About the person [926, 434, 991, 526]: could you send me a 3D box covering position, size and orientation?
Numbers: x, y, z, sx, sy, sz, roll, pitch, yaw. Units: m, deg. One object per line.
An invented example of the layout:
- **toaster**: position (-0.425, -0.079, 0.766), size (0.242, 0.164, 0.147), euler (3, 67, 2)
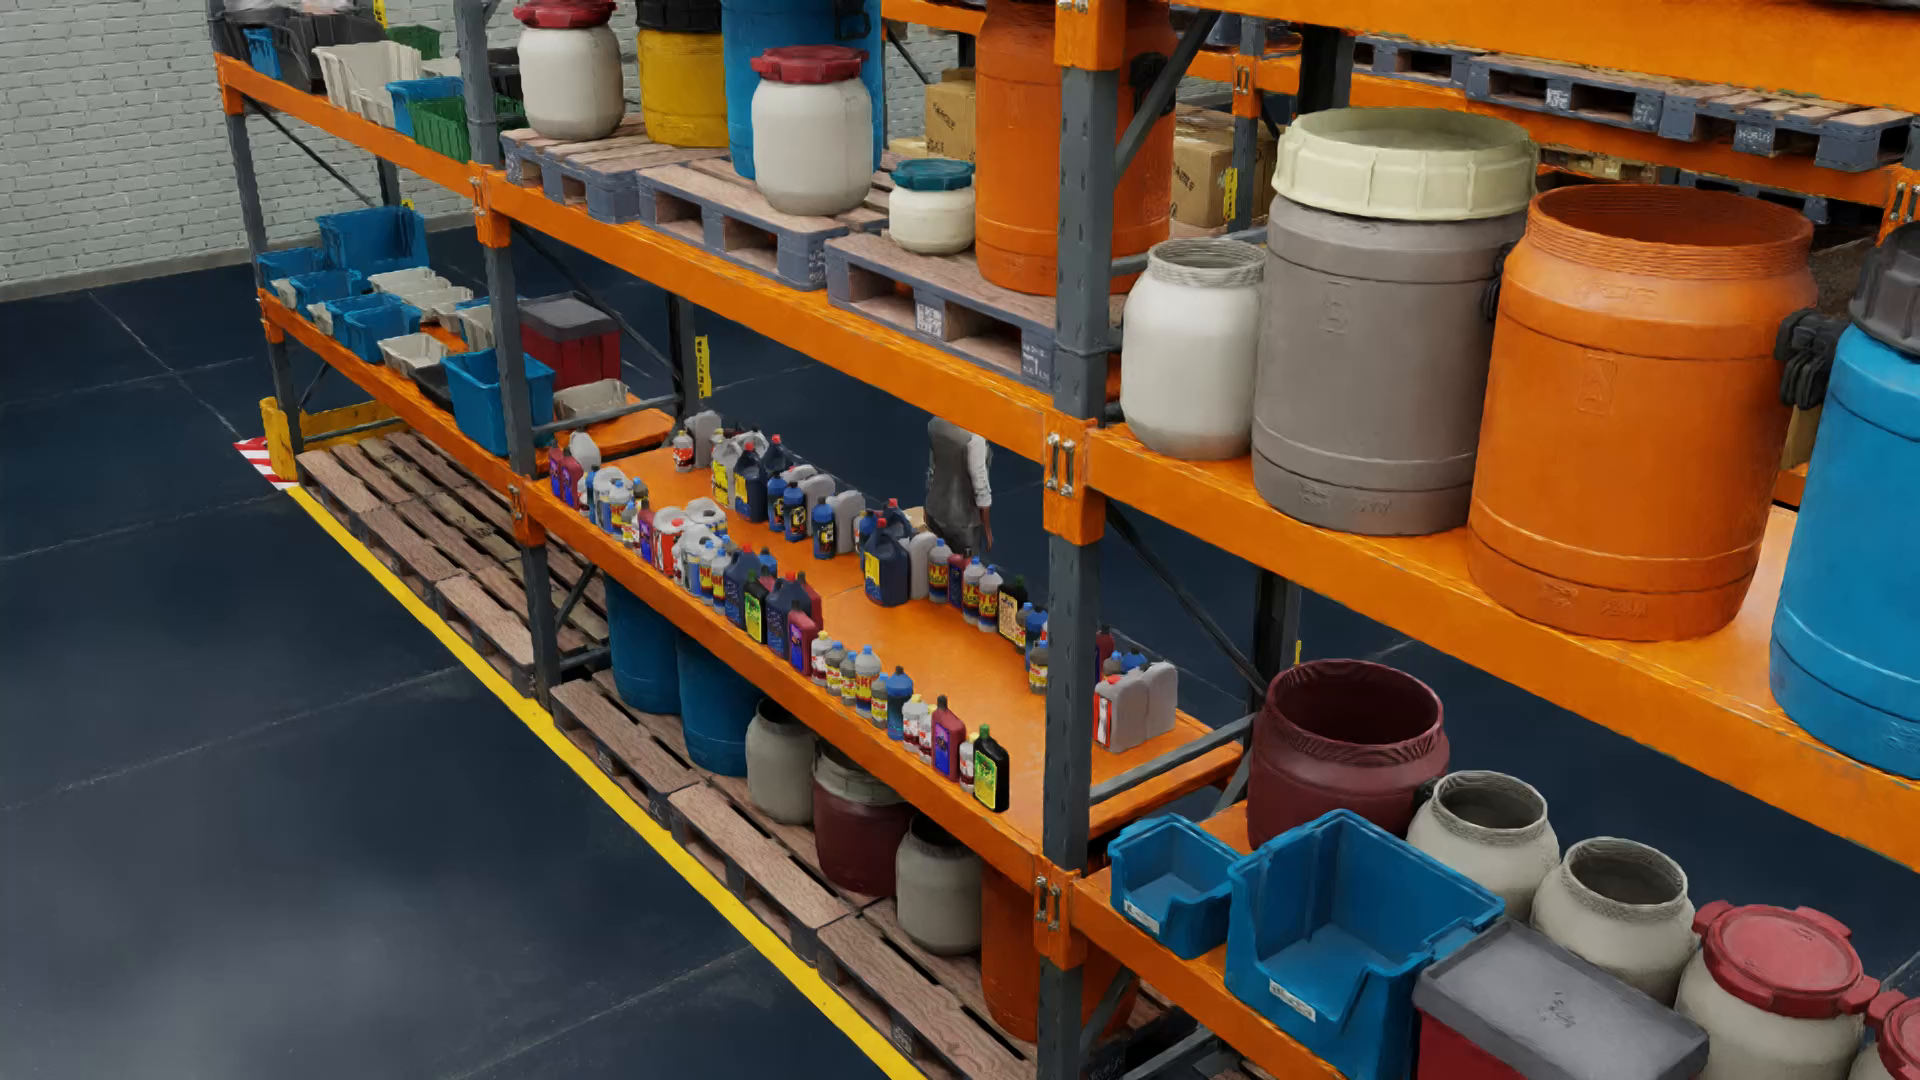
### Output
- **person**: position (-0.009, -0.369, 8.673), size (0.300, 0.538, 0.465), euler (-19, 31, -34)
